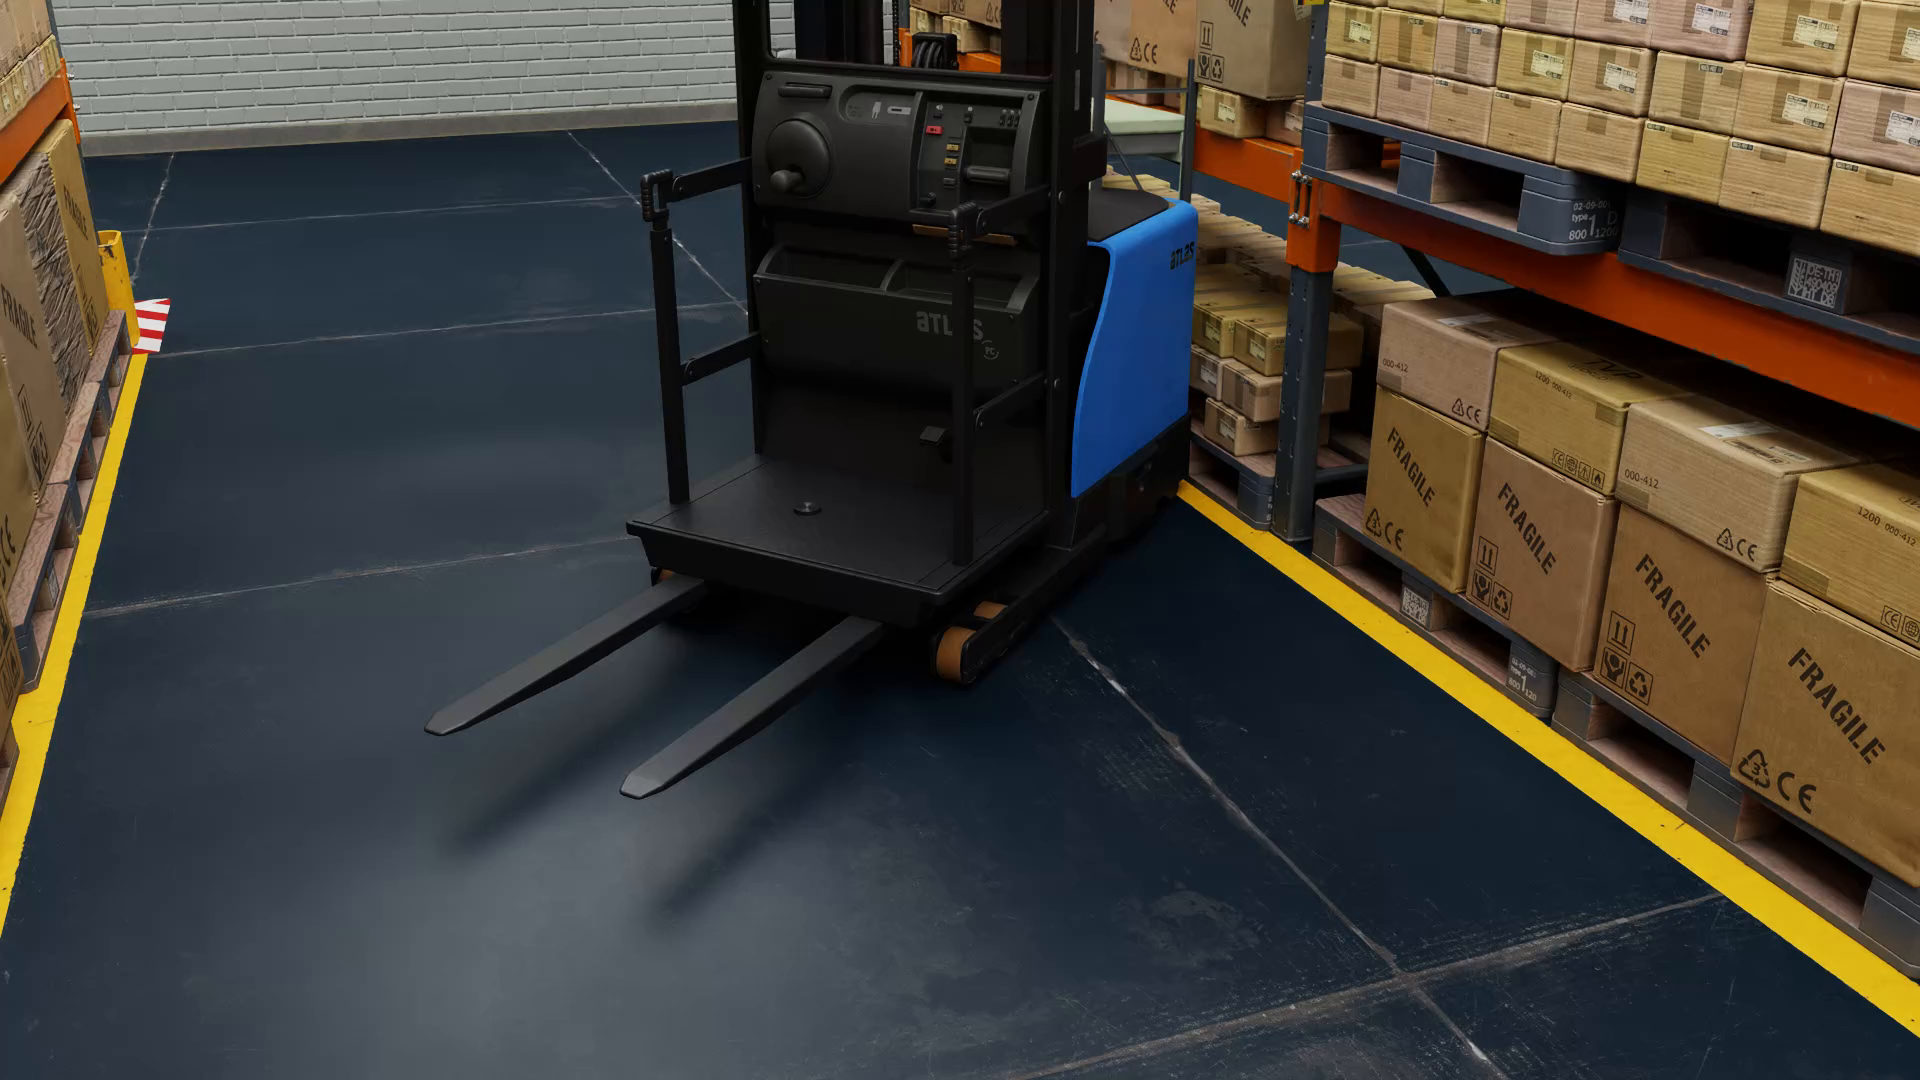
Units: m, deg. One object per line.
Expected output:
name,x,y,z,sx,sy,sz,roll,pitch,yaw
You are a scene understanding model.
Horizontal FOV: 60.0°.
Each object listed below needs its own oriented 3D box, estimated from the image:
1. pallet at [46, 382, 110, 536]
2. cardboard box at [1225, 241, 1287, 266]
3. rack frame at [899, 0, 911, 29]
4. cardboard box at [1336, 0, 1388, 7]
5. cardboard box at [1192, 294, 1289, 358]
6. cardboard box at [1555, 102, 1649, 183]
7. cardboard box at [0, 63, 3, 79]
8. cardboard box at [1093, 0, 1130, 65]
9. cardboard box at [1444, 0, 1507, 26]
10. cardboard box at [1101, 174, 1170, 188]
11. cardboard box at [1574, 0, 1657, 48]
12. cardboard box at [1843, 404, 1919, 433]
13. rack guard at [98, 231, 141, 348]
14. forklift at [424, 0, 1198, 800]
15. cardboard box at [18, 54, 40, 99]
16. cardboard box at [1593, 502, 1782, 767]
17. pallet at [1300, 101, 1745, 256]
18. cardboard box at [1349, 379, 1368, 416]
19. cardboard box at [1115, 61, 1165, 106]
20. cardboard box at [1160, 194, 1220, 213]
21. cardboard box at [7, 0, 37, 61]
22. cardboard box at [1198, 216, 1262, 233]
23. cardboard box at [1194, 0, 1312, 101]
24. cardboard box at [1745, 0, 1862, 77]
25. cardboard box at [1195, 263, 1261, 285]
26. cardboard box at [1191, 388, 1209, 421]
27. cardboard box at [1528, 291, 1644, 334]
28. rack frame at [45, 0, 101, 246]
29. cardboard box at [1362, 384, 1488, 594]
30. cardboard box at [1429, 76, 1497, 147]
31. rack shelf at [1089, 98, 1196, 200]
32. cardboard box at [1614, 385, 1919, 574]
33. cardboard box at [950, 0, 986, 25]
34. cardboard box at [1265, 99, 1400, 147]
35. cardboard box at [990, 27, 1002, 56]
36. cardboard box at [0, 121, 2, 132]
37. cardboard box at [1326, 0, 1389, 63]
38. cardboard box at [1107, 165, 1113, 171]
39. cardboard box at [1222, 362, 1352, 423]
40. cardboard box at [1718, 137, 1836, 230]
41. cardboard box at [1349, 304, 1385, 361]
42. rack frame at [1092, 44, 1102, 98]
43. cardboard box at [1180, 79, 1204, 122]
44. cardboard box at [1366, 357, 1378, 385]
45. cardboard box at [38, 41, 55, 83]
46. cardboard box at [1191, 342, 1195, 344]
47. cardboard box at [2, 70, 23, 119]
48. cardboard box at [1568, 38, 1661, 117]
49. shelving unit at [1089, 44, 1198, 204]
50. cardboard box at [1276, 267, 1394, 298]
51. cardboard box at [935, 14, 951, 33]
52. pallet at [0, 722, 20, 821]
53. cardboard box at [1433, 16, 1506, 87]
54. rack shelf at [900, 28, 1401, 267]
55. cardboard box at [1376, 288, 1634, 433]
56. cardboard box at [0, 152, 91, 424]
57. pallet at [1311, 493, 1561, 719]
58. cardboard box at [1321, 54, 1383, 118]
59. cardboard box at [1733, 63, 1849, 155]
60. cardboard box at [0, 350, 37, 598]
pallet,-3.734,-0.258,6.089,1.003,0.211,1.213,-8,24,-19
cardboard box,1.340,-1.152,6.984,0.380,0.149,0.250,-8,24,-18
rack frame,0.159,-2.909,8.789,1.000,3.000,0.127,-8,24,-19
cardboard box,1.280,-1.601,4.703,0.380,0.149,0.250,-7,24,-16
cardboard box,1.075,-0.790,6.127,0.380,0.149,0.250,-8,24,-18
cardboard box,1.647,-0.952,3.929,0.380,0.149,0.250,-9,25,-21
cardboard box,-3.551,-1.635,5.578,0.500,0.250,0.500,-8,24,-19
cardboard box,0.780,-2.145,6.466,0.500,0.500,0.500,-8,24,-19
cardboard box,1.473,-1.407,4.243,0.380,0.149,0.250,-8,24,-19
cardboard box,0.828,-1.729,8.355,0.380,0.149,0.250,-9,24,-20
cardboard box,1.650,-1.223,3.807,0.380,0.149,0.250,-9,24,-19
cardboard box,2.440,-0.228,4.141,0.500,0.250,0.500,-9,25,-21
rack guard,-4.526,-1.122,7.768,1.175,0.500,0.348,-8,24,-19
forklift,-0.301,-1.136,4.672,1.130,2.935,3.031,12,26,26
cardboard box,-3.815,-1.788,6.454,0.380,0.149,0.250,-8,24,-18
cardboard box,1.971,0.188,4.119,0.500,0.500,0.500,-8,24,-18
pallet,1.706,-1.069,4.672,1.003,0.211,1.213,-8,24,-19
cardboard box,1.650,-0.608,6.461,0.380,0.149,0.250,-8,24,-17
cardboard box,0.828,-1.787,6.451,0.380,0.149,0.250,-9,25,-21
cardboard box,1.007,-1.537,7.897,0.380,0.149,0.250,-7,24,-17
cardboard box,-3.919,-2.009,6.464,0.500,0.250,0.500,-9,24,-20
cardboard box,1.116,-1.334,7.417,0.380,0.149,0.250,-8,24,-19
cardboard box,1.136,-1.775,5.589,0.500,0.500,0.500,-8,24,-19
cardboard box,1.837,-1.034,3.358,0.380,0.149,0.250,-8,24,-17
cardboard box,0.962,-0.985,6.588,0.380,0.149,0.250,-8,24,-17
cardboard box,1.101,-0.537,6.291,0.380,0.149,0.250,-8,24,-18
cardboard box,2.071,-0.607,5.039,0.500,0.250,0.500,-9,24,-20
rack frame,-4.517,-2.265,7.262,1.000,3.000,0.127,-8,24,-19
cardboard box,1.585,-0.192,5.021,0.500,0.500,0.500,-7,24,-17
cardboard box,1.469,-1.136,4.365,0.380,0.149,0.250,-8,24,-19
rack shelf,0.499,-1.439,6.174,0.431,0.370,0.720,-8,22,-22
cardboard box,1.952,-0.159,3.977,0.500,0.250,0.500,-7,24,-17
cardboard box,0.272,-2.700,7.782,0.500,0.500,0.500,-8,24,-19
cardboard box,1.252,-1.411,5.560,0.380,0.149,0.250,-9,24,-20
cardboard box,0.360,-2.363,7.818,0.380,0.149,0.250,-7,24,-17
cardboard box,-3.450,-1.415,5.569,0.380,0.149,0.250,-9,25,-21
cardboard box,1.280,-1.464,4.761,0.380,0.149,0.250,-8,24,-18
cardboard box,0.583,-1.905,8.772,0.380,0.149,0.250,-8,24,-18
cardboard box,1.163,-0.543,5.923,0.380,0.149,0.250,-8,24,-18
cardboard box,1.833,-0.761,3.477,0.380,0.149,0.250,-10,25,-21
cardboard box,1.644,-0.763,6.062,0.380,0.149,0.250,-7,24,-17
rack frame,0.349,-1.194,6.625,0.400,1.500,0.023,-8,22,-22
cardboard box,1.020,-1.595,5.996,0.380,0.149,0.250,-7,24,-17
cardboard box,1.743,-0.648,6.172,0.380,0.149,0.250,-7,24,-17
cardboard box,-3.990,-1.971,6.887,0.380,0.149,0.250,-8,24,-18
cardboard box,0.945,-0.735,6.378,0.380,0.149,0.250,-9,25,-21
cardboard box,-3.629,-1.600,6.007,0.380,0.149,0.250,-8,24,-19
cardboard box,1.655,-1.084,3.860,0.380,0.149,0.250,-7,24,-17
shelving unit,0.493,-1.074,6.311,0.431,1.500,0.755,-8,22,-22
cardboard box,1.466,-0.956,6.521,0.380,0.149,0.250,-9,24,-20
cardboard box,0.095,-2.544,8.246,0.380,0.149,0.250,-7,24,-17
pallet,-2.761,0.743,3.714,1.003,0.211,1.213,-8,24,-19
cardboard box,1.465,-1.276,4.316,0.380,0.149,0.250,-8,24,-18
rack shelf,0.865,-1.851,7.205,1.077,0.370,4.000,-8,24,-19
cardboard box,1.586,-0.538,4.876,0.500,0.250,0.500,-9,25,-21
cardboard box,-3.895,-0.927,6.283,0.875,0.875,0.875,-8,24,-19
pallet,1.848,0.112,5.212,1.003,0.211,1.213,-8,24,-19
cardboard box,1.280,-1.327,4.819,0.380,0.149,0.250,-10,25,-22
cardboard box,1.835,-0.896,3.413,0.380,0.149,0.250,-9,24,-20
cardboard box,-3.263,-0.277,4.740,0.875,0.875,0.875,-8,24,-19
